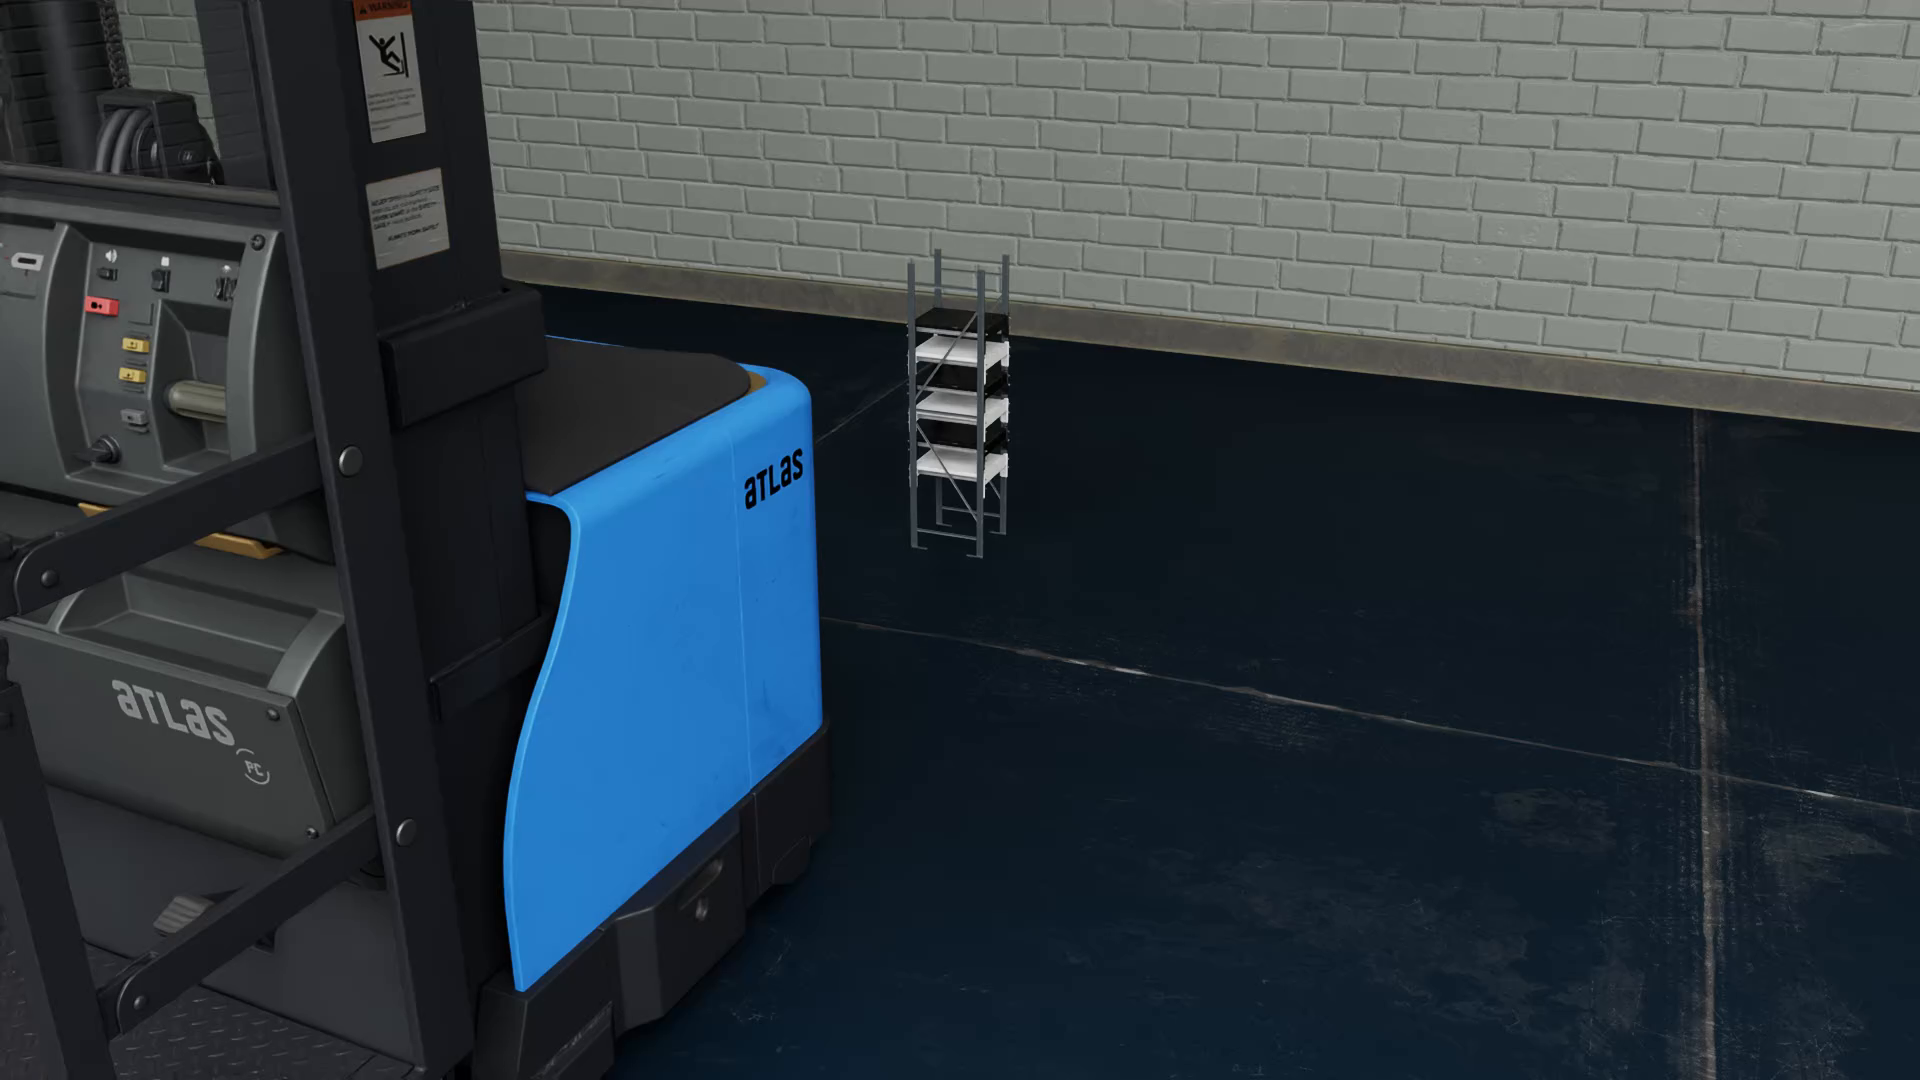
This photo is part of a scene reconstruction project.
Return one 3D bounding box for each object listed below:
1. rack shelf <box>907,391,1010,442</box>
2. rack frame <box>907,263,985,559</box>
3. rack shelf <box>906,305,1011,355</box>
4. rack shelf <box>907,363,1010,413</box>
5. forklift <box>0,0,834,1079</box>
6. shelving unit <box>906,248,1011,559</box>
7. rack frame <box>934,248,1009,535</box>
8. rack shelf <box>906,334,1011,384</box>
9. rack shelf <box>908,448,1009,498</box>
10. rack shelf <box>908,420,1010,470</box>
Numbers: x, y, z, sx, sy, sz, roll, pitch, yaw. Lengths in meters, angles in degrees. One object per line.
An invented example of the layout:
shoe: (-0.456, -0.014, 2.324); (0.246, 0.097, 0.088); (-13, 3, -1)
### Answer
rack shelf: (-0.003, -0.382, 5.082); (0.258, 0.077, 0.200); (9, 24, 20)
rack frame: (-0.041, -0.376, 4.982); (0.240, 0.900, 0.006); (9, 24, 20)
rack shelf: (-0.003, -0.631, 4.978); (0.258, 0.077, 0.200); (9, 24, 20)
rack shelf: (-0.003, -0.465, 5.048); (0.258, 0.077, 0.200); (9, 24, 20)
forklift: (-1.362, -0.259, 2.067); (1.130, 2.935, 3.031); (10, 25, 23)
shelving unit: (-0.003, -0.412, 5.070); (0.258, 0.900, 0.210); (9, 24, 20)
rack frame: (0.035, -0.449, 5.157); (0.240, 0.900, 0.006); (9, 24, 20)
rack shelf: (-0.003, -0.548, 5.013); (0.258, 0.077, 0.200); (9, 24, 20)
rack shelf: (-0.003, -0.215, 5.152); (0.258, 0.077, 0.200); (9, 24, 20)
rack shelf: (-0.003, -0.299, 5.117); (0.258, 0.077, 0.200); (9, 24, 20)
